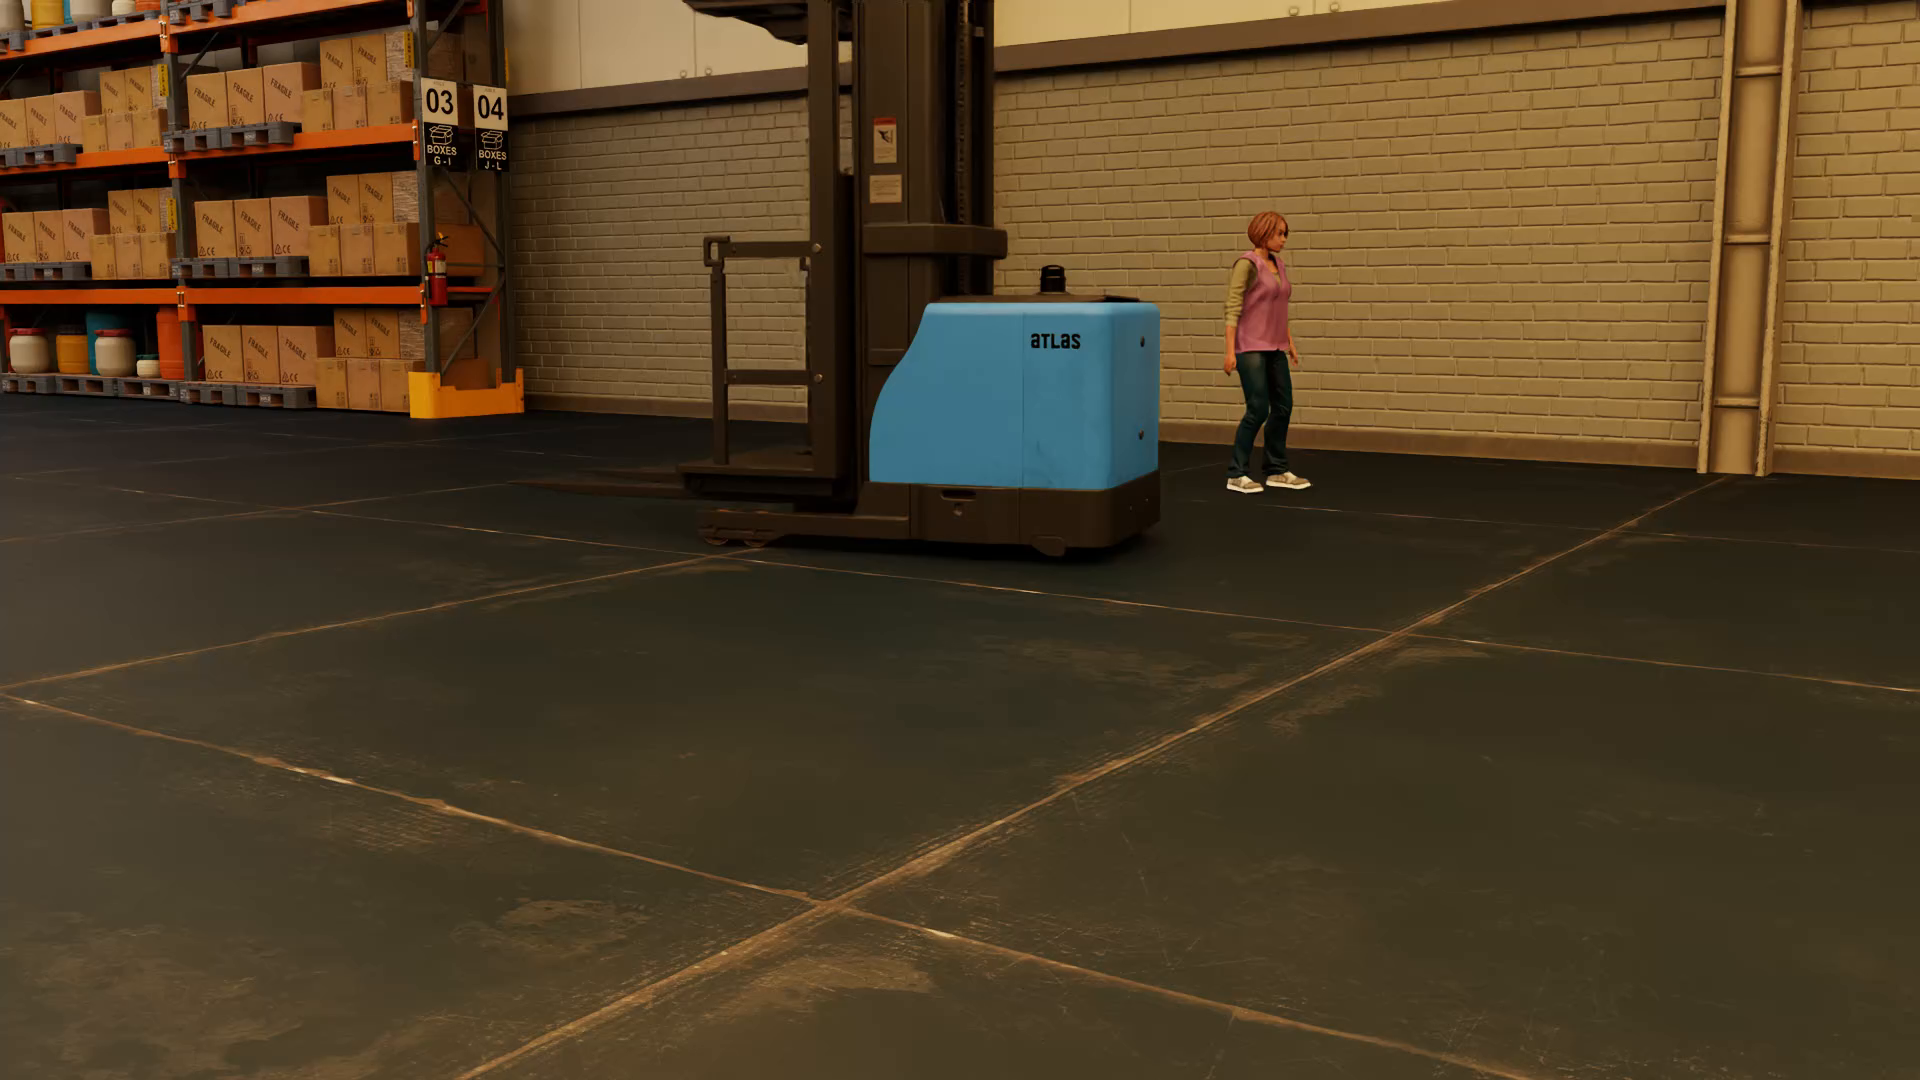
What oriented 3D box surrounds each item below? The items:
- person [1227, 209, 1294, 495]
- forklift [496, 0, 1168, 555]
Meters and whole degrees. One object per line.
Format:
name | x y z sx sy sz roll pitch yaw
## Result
person | 1.718 -1.073 9.473 0.315 1.600 0.454 8 11 43
forklift | -0.596 -1.469 7.520 3.031 2.935 1.130 2 8 12
